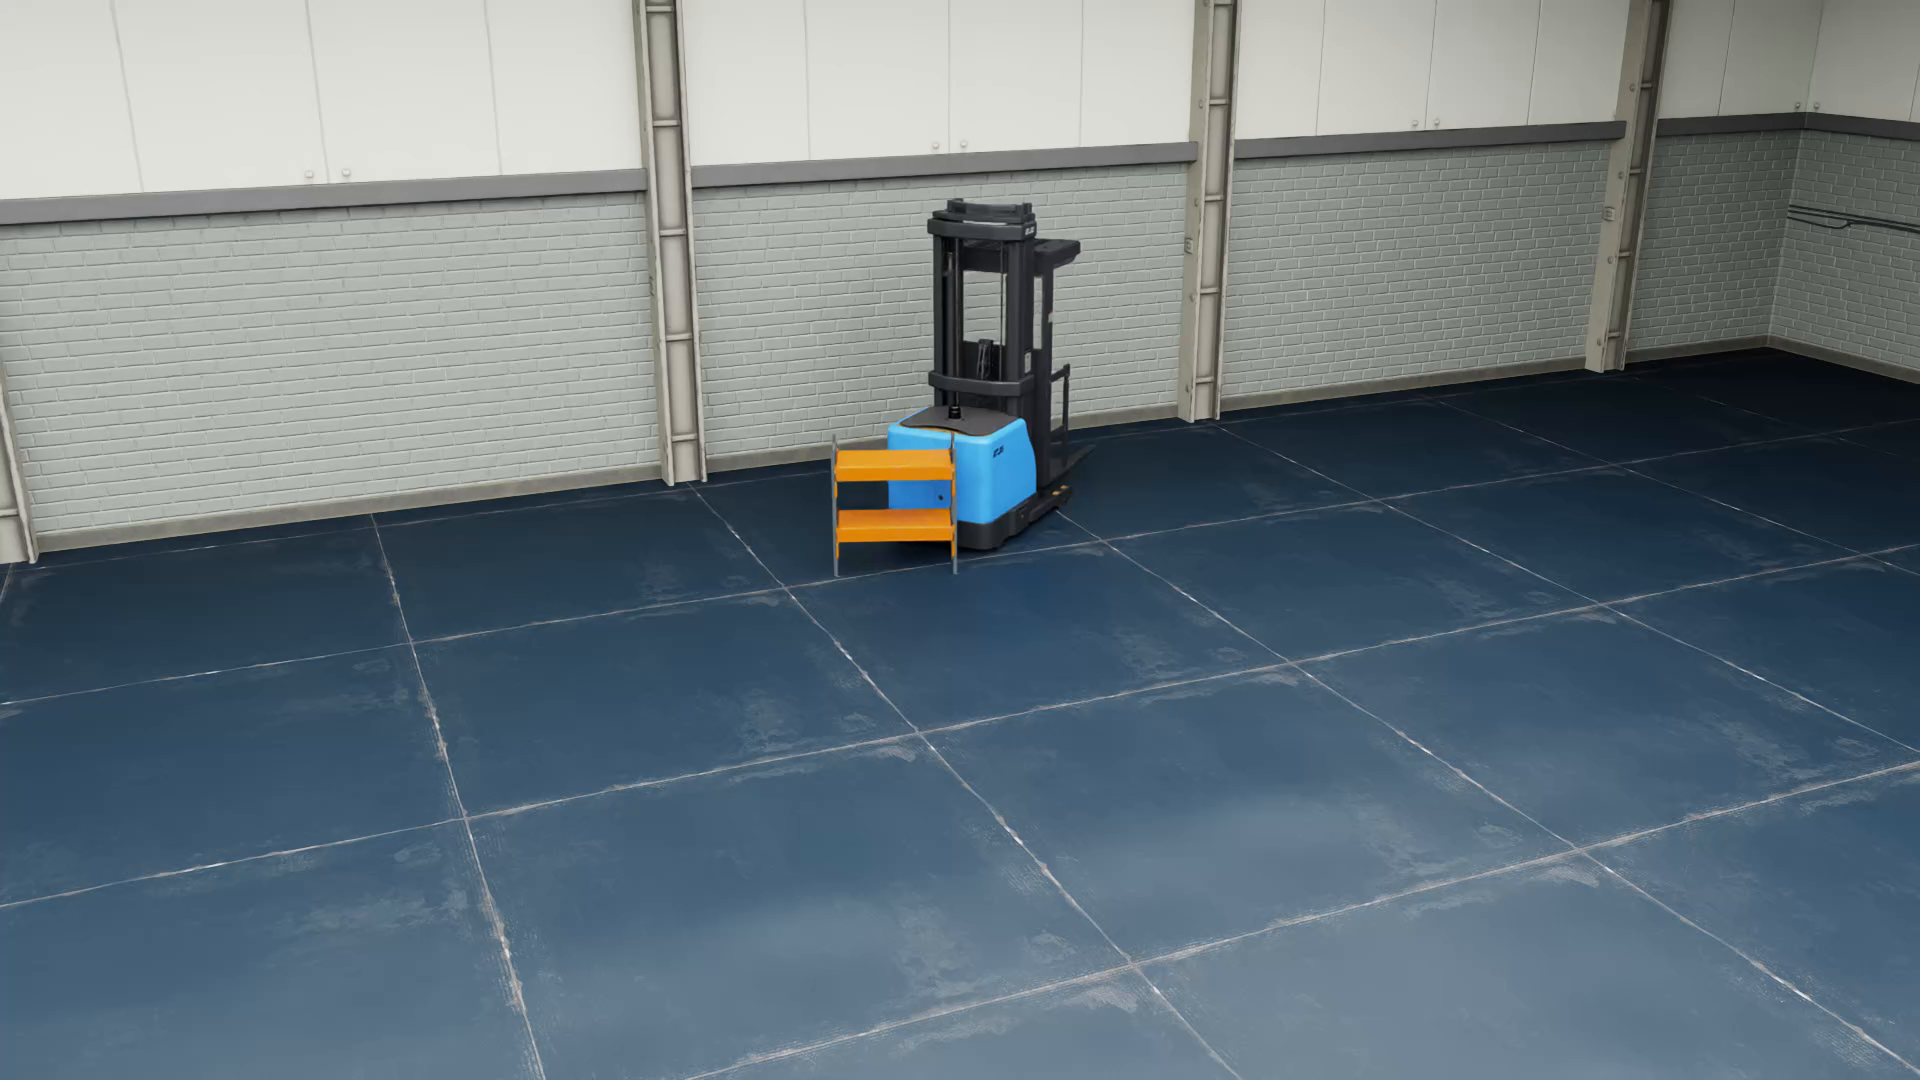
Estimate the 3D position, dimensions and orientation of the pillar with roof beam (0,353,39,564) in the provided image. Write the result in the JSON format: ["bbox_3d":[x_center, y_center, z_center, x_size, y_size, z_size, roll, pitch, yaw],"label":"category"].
[{"bbox_3d":[-6.588,-2.755,9.329,0.400,9.000,9.100,-8,21,-22],"label":"pillar with roof beam"}]

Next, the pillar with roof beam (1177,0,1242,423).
[{"bbox_3d":[4.430,-4.333,13.813,0.400,9.000,9.100,-8,21,-22],"label":"pillar with roof beam"}]

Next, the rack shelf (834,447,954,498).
[{"bbox_3d":[-0.559,-0.578,14.123,1.000,0.278,0.538,-1,19,-3],"label":"rack shelf"}]

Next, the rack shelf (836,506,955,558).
[{"bbox_3d":[-0.559,-0.072,14.301,1.000,0.278,0.538,-1,19,-3],"label":"rack shelf"}]

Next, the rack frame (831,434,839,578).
[{"bbox_3d":[-1.067,-0.294,14.195,0.032,1.125,0.500,-1,19,-3],"label":"rack frame"}]

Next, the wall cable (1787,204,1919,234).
[{"bbox_3d":[11.463,-4.955,20.254,0.112,2.526,3.097,-8,21,-22],"label":"wall cable"}]

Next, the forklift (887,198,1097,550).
[{"bbox_3d":[0.443,-1.744,15.594,1.130,2.935,3.031,9,21,25],"label":"forklift"}]

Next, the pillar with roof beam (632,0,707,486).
[{"bbox_3d":[-1.079,-3.544,11.571,0.400,9.000,9.100,-8,21,-22],"label":"pillar with roof beam"}]

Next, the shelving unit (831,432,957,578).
[{"bbox_3d":[-0.559,-0.302,14.220,1.048,1.125,0.538,-1,19,-3],"label":"shelving unit"}]

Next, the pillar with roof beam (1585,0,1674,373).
[{"bbox_3d":[9.940,-5.123,16.054,0.400,9.000,9.100,-8,21,-22],"label":"pillar with roof beam"}]

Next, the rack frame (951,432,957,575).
[{"bbox_3d":[-0.052,-0.311,14.245,0.032,1.125,0.500,-1,19,-3],"label":"rack frame"}]
